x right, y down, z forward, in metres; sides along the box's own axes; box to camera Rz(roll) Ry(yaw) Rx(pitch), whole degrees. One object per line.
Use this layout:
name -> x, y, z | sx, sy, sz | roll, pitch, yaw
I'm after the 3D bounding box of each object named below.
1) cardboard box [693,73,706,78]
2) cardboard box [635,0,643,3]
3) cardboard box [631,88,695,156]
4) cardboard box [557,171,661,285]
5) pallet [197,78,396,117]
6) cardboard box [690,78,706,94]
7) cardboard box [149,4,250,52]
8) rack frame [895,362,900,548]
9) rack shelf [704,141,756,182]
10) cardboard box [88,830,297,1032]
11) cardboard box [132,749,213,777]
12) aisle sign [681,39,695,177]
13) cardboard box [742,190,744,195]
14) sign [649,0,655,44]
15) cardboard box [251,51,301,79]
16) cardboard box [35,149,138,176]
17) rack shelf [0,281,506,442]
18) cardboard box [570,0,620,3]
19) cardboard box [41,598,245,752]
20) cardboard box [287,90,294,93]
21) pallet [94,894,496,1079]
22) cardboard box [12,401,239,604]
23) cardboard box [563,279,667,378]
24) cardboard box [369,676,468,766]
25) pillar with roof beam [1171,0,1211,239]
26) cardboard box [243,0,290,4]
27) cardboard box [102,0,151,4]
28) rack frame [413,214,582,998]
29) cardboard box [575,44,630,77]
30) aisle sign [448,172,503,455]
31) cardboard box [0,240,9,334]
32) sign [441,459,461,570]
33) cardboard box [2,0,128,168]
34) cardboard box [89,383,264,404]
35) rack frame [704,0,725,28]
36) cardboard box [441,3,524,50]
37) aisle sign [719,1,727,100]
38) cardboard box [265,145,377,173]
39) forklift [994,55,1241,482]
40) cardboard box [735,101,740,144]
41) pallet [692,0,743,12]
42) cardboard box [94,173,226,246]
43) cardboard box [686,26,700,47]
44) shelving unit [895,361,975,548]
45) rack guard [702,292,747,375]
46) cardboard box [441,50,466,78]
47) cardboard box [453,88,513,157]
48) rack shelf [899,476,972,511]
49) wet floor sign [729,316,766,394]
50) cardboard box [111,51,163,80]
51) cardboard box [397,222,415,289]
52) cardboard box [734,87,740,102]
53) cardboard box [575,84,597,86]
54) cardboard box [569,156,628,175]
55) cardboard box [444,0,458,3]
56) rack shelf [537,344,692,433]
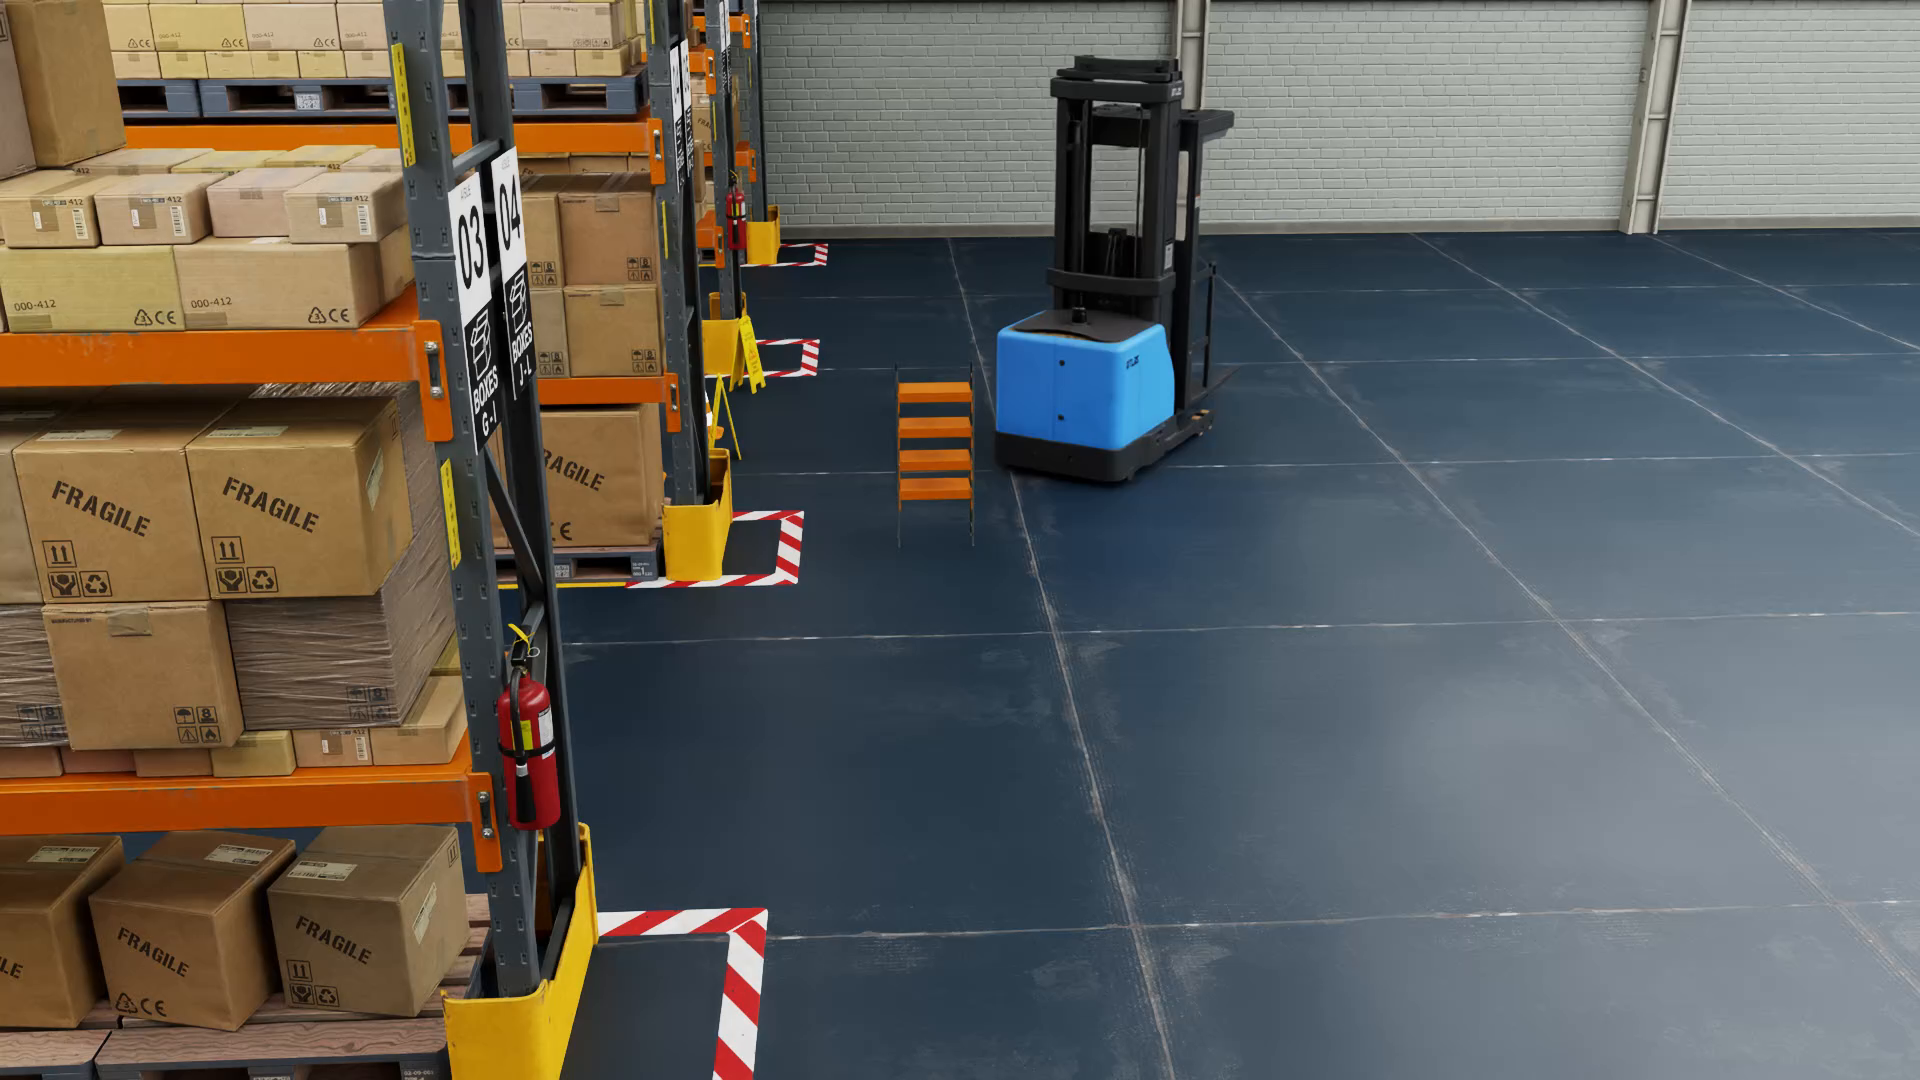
cardboard box -> -3.022, -5.444, 19.734 | 0.250, 0.149, 0.380 | 0, 21, -1
cardboard box -> -2.699, -4.660, 14.161 | 0.250, 0.149, 0.380 | -1, 21, -2
cardboard box -> -2.616, -3.671, 14.584 | 0.500, 0.500, 0.700 | -2, 21, -4
cardboard box -> -2.108, -1.931, 10.248 | 0.550, 0.550, 0.875 | -1, 21, -3
pallet -> -3.696, -2.666, 9.815 | 1.213, 0.211, 1.003 | -1, 21, -3
cardboard box -> -2.996, -5.260, 19.251 | 0.250, 0.149, 0.380 | -1, 21, -3
cardboard box -> -4.217, -2.914, 9.405 | 0.500, 0.250, 0.500 | -1, 21, -4
rack frame -> -0.409, -0.552, 10.886 | 0.015, 1.200, 0.240 | -1, 21, -3
rack shelf -> -4.402, -4.493, 19.716 | 4.000, 0.370, 1.077 | -1, 21, -3
cardboard box -> -2.772, 1.417, 6.106 | 0.500, 0.500, 0.500 | 4, 21, 11
cardboard box -> -2.572, 0.639, 5.581 | 0.250, 0.149, 0.380 | -1, 21, -3
aisle sign -> -1.681, -2.673, 10.272 | 0.004, 0.787, 0.394 | -1, 21, -3
cardboard box -> -2.887, -4.078, 20.189 | 0.500, 0.250, 0.500 | -1, 21, -2
sign -> -1.718, -2.935, 9.266 | 0.005, 0.325, 0.100 | -1, 21, -3
cardboard box -> -3.827, -2.714, 9.439 | 0.250, 0.149, 0.380 | -1, 21, -2
cardboard box -> -2.869, -1.177, 5.431 | 0.250, 0.149, 0.380 | -1, 21, -3
rack shelf -> -3.550, -0.611, 5.305 | 4.000, 0.370, 1.077 | -1, 21, -3
cardboard box -> -2.052, -3.122, 9.393 | 0.250, 0.149, 0.380 | -1, 21, -3
cardboard box -> -2.596, 0.283, 5.604 | 0.500, 0.500, 0.875 | -1, 21, -3
cardboard box -> -5.660, -3.610, 14.423 | 0.500, 0.500, 0.700 | -1, 21, -4
pallet -> -2.442, 1.723, 6.299 | 1.213, 0.211, 1.003 | -1, 21, -3
cardboard box -> -2.587, -0.128, 5.277 | 0.500, 0.500, 0.500 | -1, 21, -3
cardboard box -> -2.103, -1.396, 10.362 | 0.550, 0.550, 0.875 | -1, 21, -3
cardboard box -> -1.826, 0.611, 5.654 | 0.250, 0.149, 0.380 | -1, 21, -3
pillar with roof beam -> 3.084, -6.572, 15.735 | 0.400, 9.000, 9.100 | -1, 21, -3
cardboard box -> -3.827, -3.086, 9.297 | 0.250, 0.149, 0.380 | -1, 21, -3
cardboard box -> -4.585, -3.071, 9.258 | 0.250, 0.149, 0.380 | -1, 21, -4
rack frame -> -1.553, 0.414, 5.817 | 0.127, 3.000, 1.000 | -1, 21, -3
cardboard box -> -2.048, -2.750, 9.535 | 0.250, 0.149, 0.380 | -1, 21, -3
aisle sign -> -1.474, -0.695, 5.078 | 0.004, 0.787, 0.394 | -1, 21, -3
cardboard box -> -3.030, -0.799, 4.999 | 0.500, 0.250, 0.500 | -1, 21, -2
sign -> -1.541, -0.077, 5.036 | 0.005, 0.325, 0.100 | -1, 21, -3
cardboard box -> -3.050, -1.473, 5.297 | 0.500, 0.500, 0.500 | -1, 21, -3
cardboard box -> -2.617, -0.317, 5.774 | 0.500, 0.500, 0.500 | -1, 21, -3
rack frame -> -2.119, -5.910, 13.996 | 0.127, 3.000, 1.000 | -1, 21, -3
cardboard box -> -2.707, -2.944, 9.485 | 0.500, 0.250, 0.500 | -1, 21, -3
aisle sign -> -2.040, -4.219, 14.334 | 0.004, 0.787, 0.394 | -1, 21, -3
cardboard box -> -2.105, -1.210, 5.517 | 0.250, 0.149, 0.380 | -1, 21, -2
forklift -> 1.416, -2.269, 12.962 | 1.130, 2.935, 3.031 | 11, 24, 27
cardboard box -> -2.916, -5.005, 19.910 | 0.500, 0.500, 0.500 | 0, 21, -1
pallet -> -3.113, -6.225, 19.163 | 1.213, 0.211, 1.003 | -1, 21, -3
cardboard box -> -2.346, -0.979, 4.912 | 0.250, 0.149, 0.380 | -2, 21, -5
cardboard box -> -2.468, -4.499, 14.860 | 0.250, 0.149, 0.380 | -1, 21, -3
shelving unit -> -0.165, -0.557, 10.899 | 0.503, 1.200, 0.258 | -1, 21, -3
rack guard -> -2.194, -1.936, 15.504 | 0.348, 0.500, 1.175 | -1, 21, -3
cardboard box -> -2.808, -2.735, 9.495 | 0.250, 0.149, 0.380 | -1, 21, -3
cardboard box -> -4.131, -3.656, 14.544 | 0.500, 0.500, 0.700 | -1, 21, -3
rack shelf -> -0.165, -0.309, 10.993 | 0.480, 0.148, 0.258 | -1, 21, -3
wet floor sign -> -1.868, -1.630, 14.494 | 0.232, 0.644, 0.267 | 6, 22, 16
cardboard box -> -4.588, -2.698, 9.399 | 0.250, 0.149, 0.380 | -1, 21, -4
cardboard box -> -2.049, -1.000, 5.526 | 0.500, 0.250, 0.500 | -1, 21, -1
cardboard box -> -2.759, -5.304, 19.786 | 0.250, 0.149, 0.380 | -2, 21, -4
cardboard box -> -4.282, -5.243, 19.206 | 0.250, 0.149, 0.380 | -1, 21, -2
cardboard box -> -3.145, -3.174, 14.685 | 0.500, 0.500, 0.500 | -1, 21, -3
cardboard box -> -2.816, -3.107, 9.352 | 0.250, 0.149, 0.380 | -1, 21, -2
rack shelf -> -3.732, -0.973, 10.472 | 4.000, 0.370, 1.077 | -1, 21, -3
